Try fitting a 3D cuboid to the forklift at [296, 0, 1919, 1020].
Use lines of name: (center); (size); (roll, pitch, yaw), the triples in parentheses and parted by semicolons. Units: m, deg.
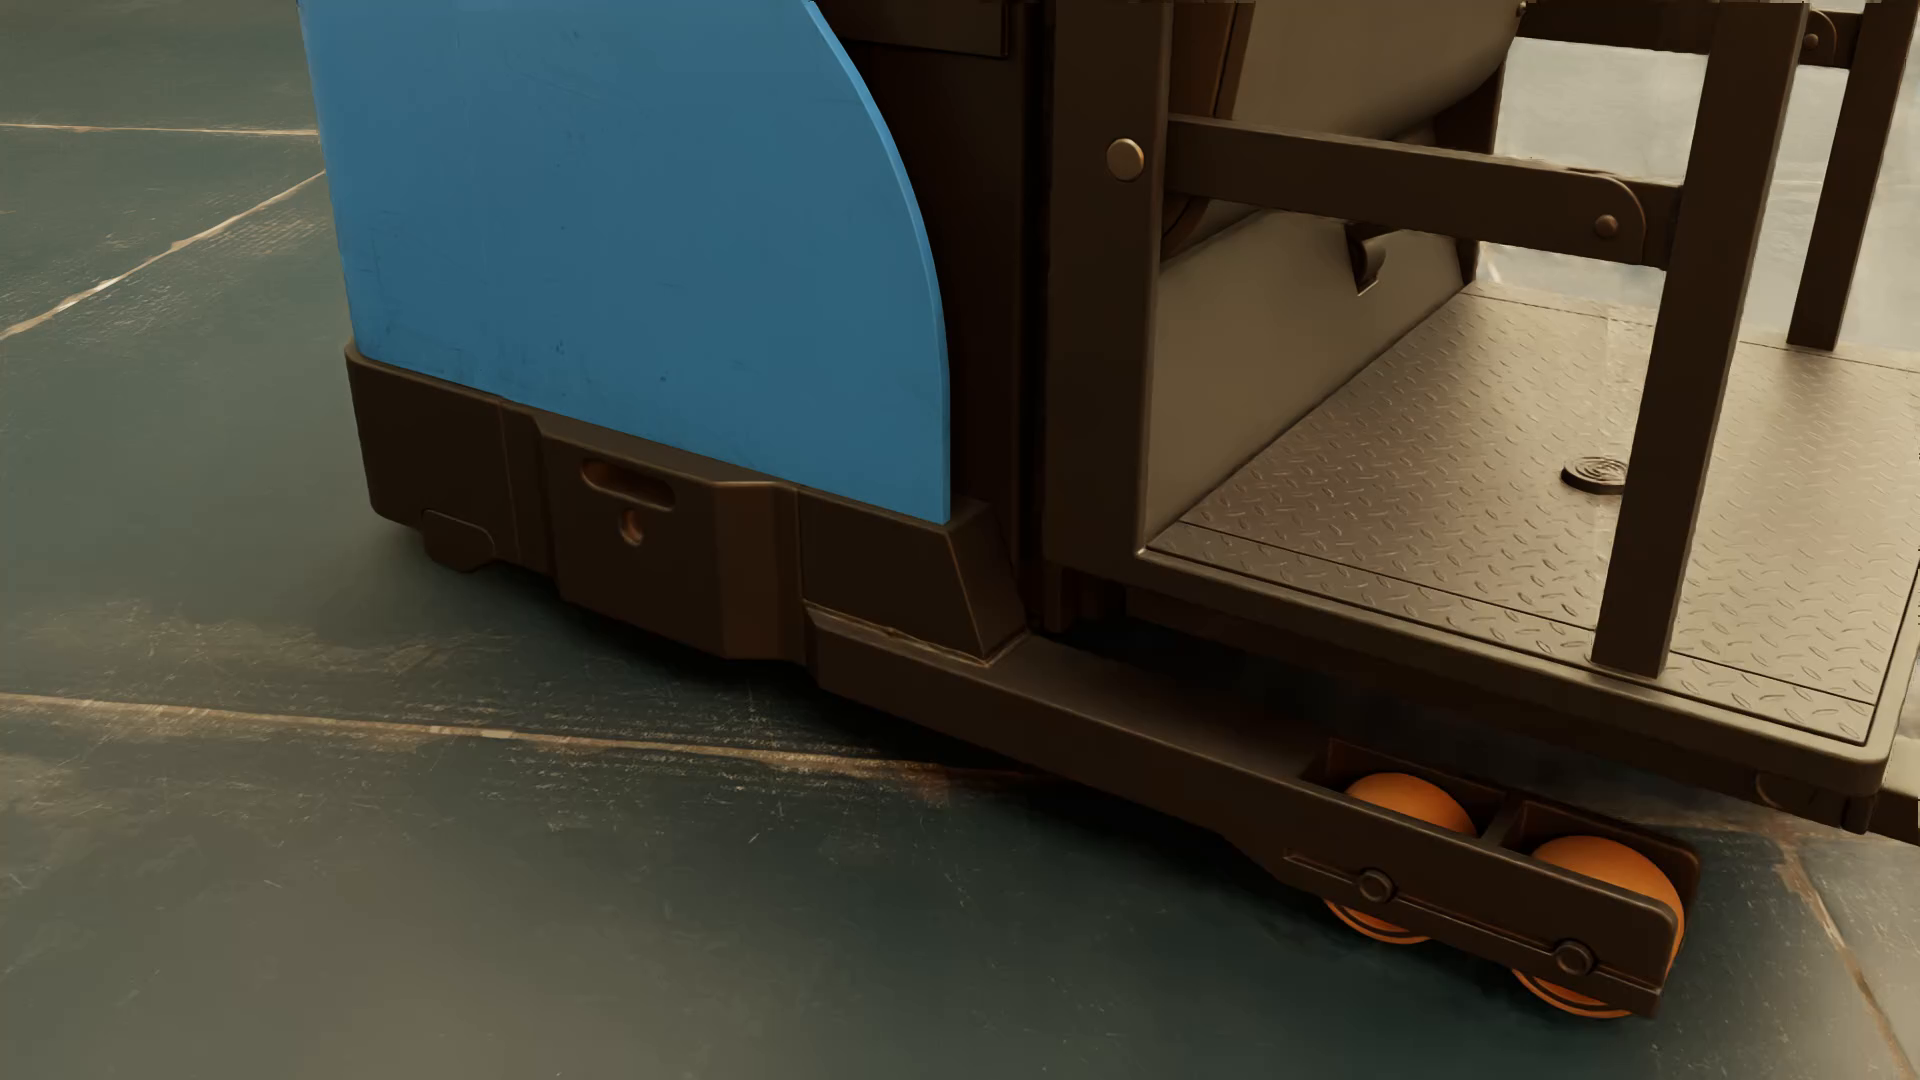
forklift: (0.640, -1.129, 1.479); (3.031, 2.935, 1.130); (16, 31, 29)
